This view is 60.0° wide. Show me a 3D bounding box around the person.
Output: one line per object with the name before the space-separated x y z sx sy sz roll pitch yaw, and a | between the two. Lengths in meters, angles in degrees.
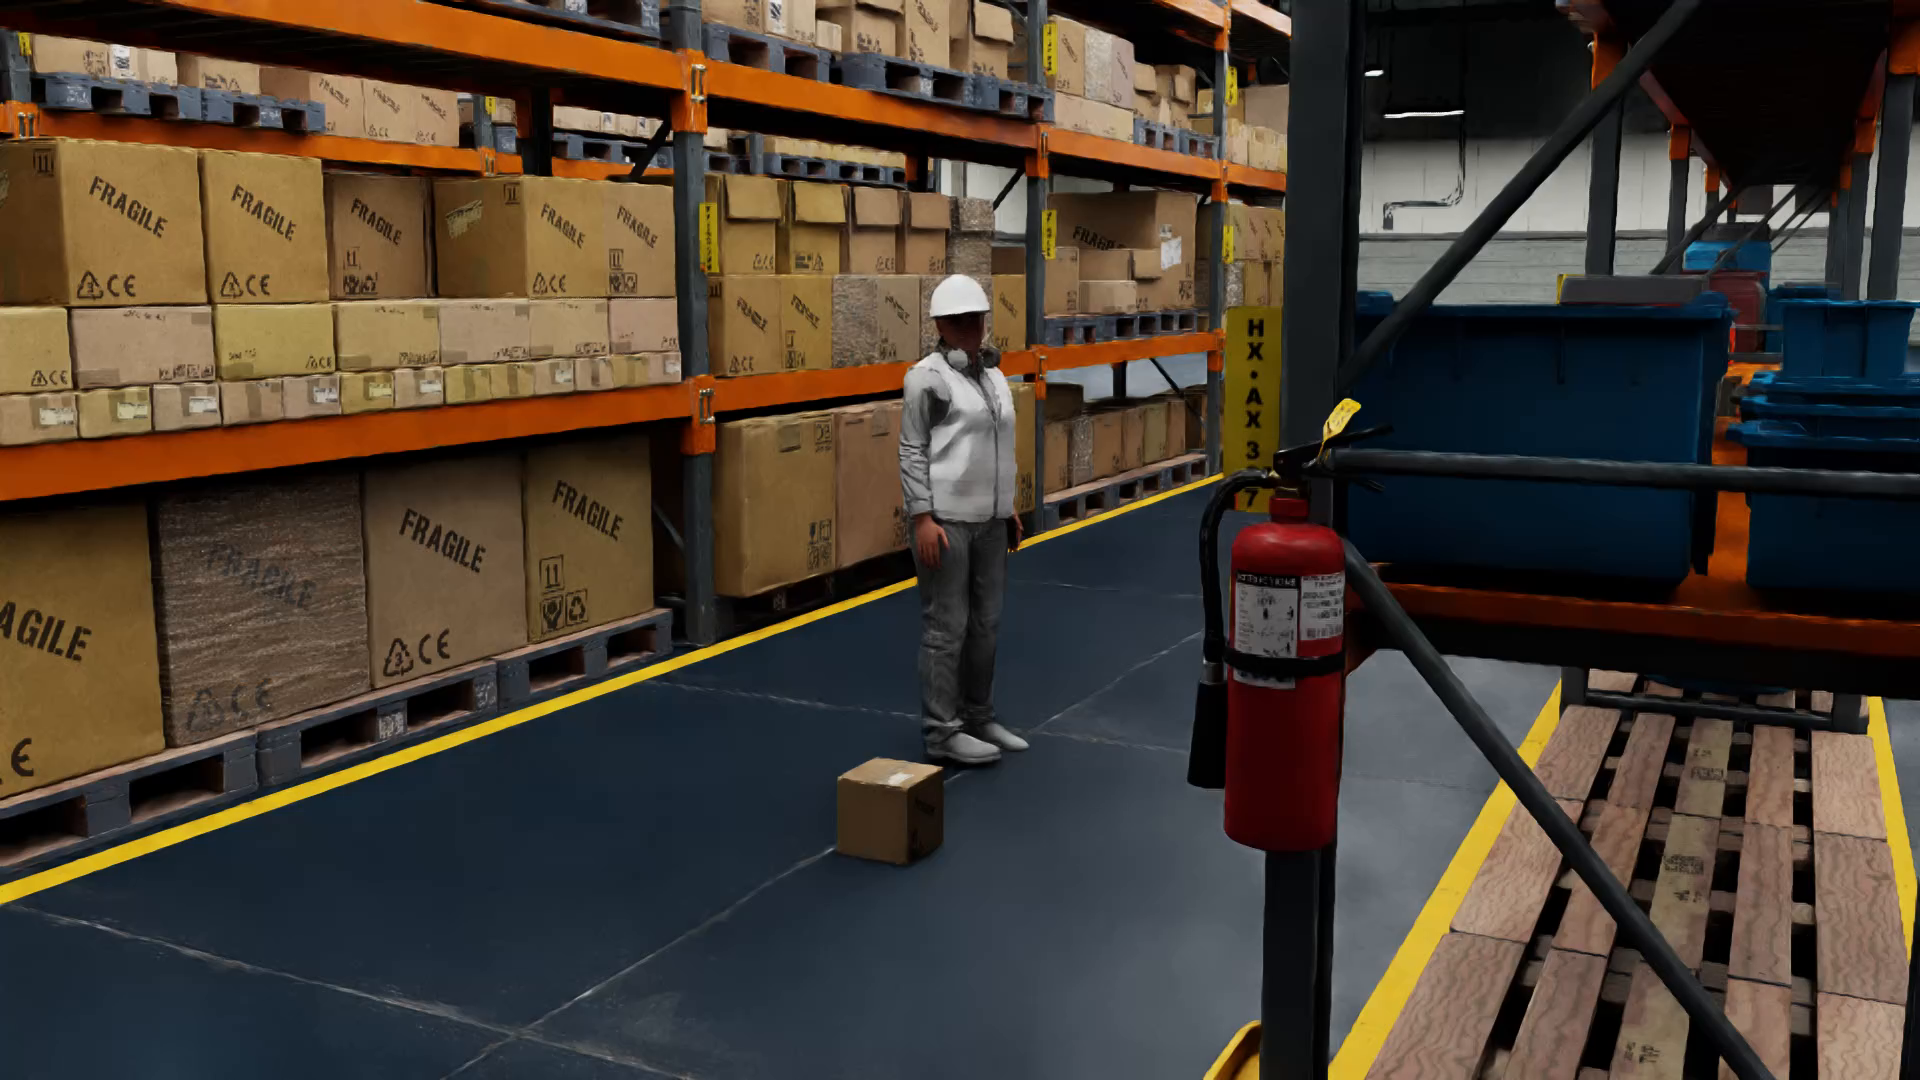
person | 0.023 -0.065 6.161 0.415 1.818 0.587 8 12 41
